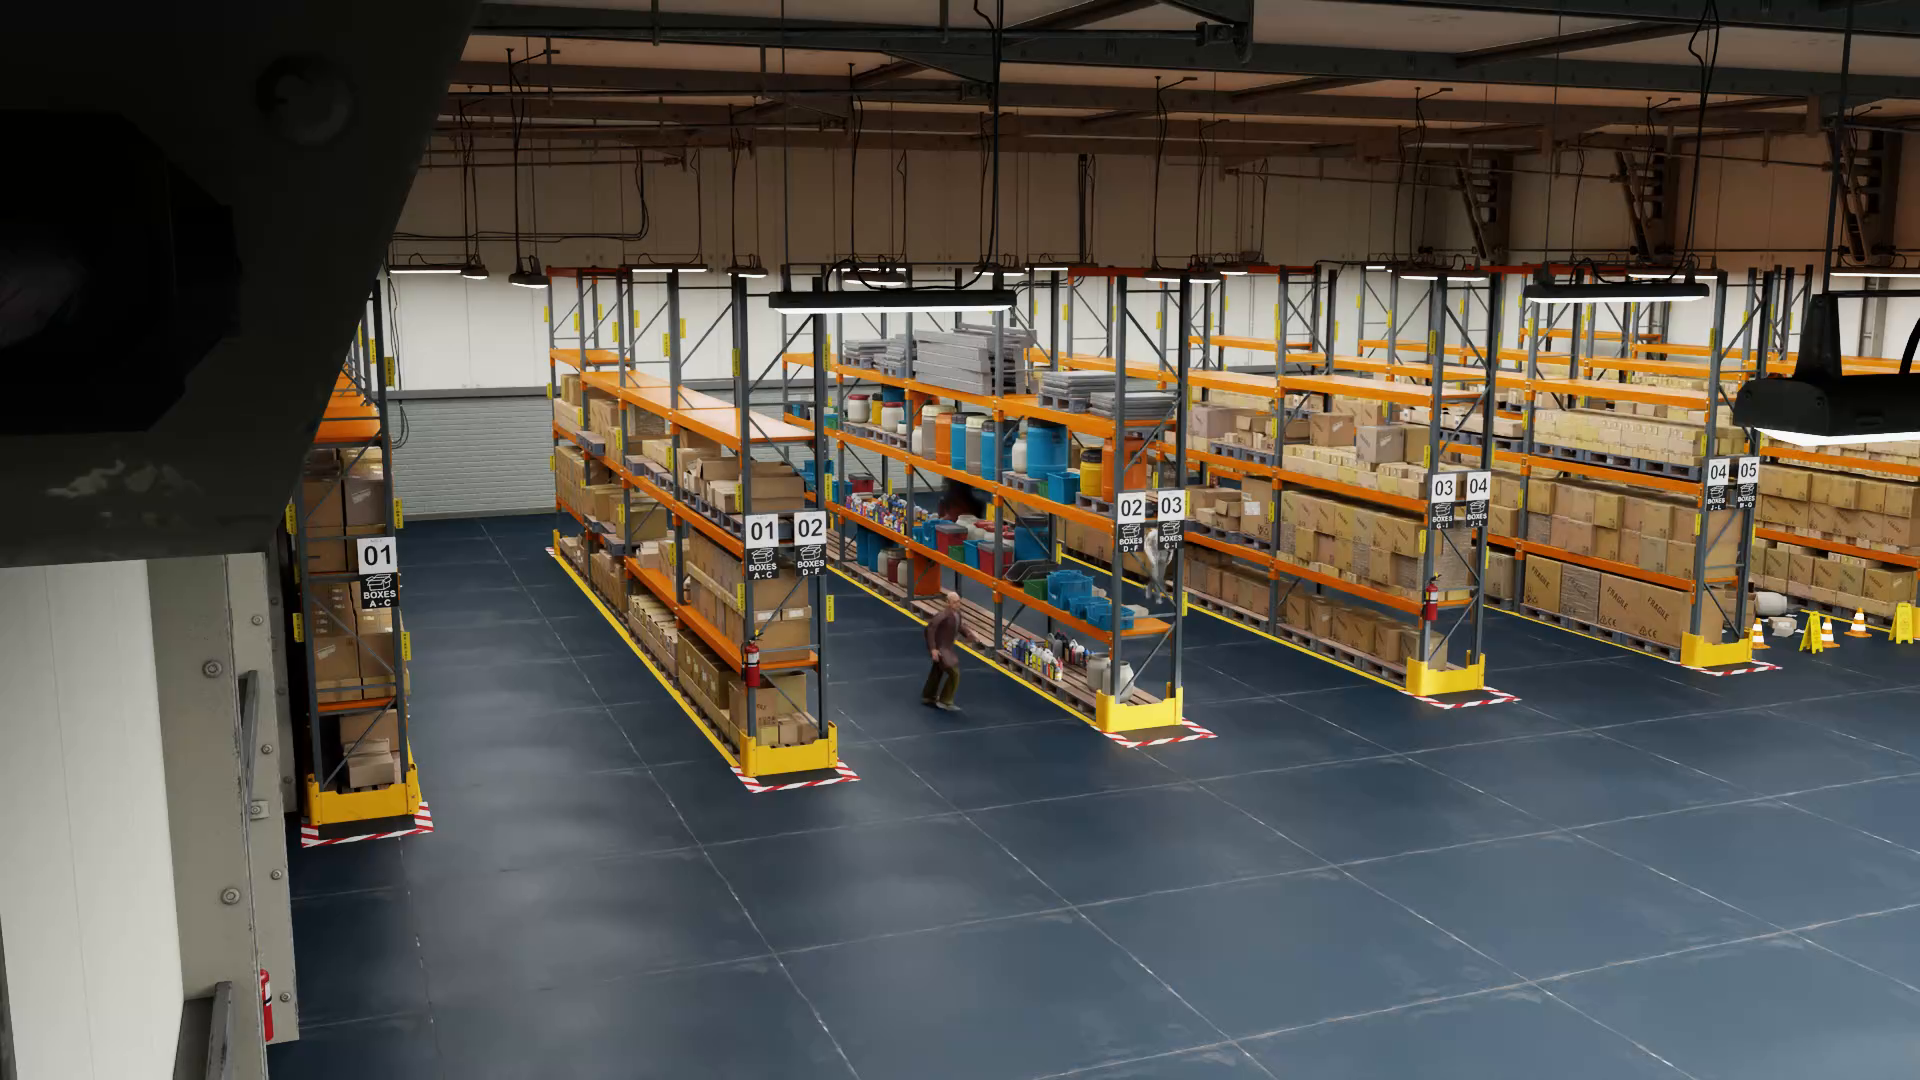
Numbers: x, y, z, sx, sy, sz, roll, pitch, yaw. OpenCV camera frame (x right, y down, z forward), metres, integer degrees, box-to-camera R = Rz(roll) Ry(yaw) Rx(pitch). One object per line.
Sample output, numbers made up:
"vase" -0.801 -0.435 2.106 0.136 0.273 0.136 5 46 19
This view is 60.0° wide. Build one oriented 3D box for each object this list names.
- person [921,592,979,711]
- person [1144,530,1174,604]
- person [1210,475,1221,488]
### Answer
"person" -0.171 1.542 23.062 0.876 1.737 0.715 2 10 14
"person" 3.443 0.343 28.749 0.624 1.512 0.863 -2 10 -12
"person" 5.372 -0.600 35.485 0.555 1.606 0.884 -4 11 -21
